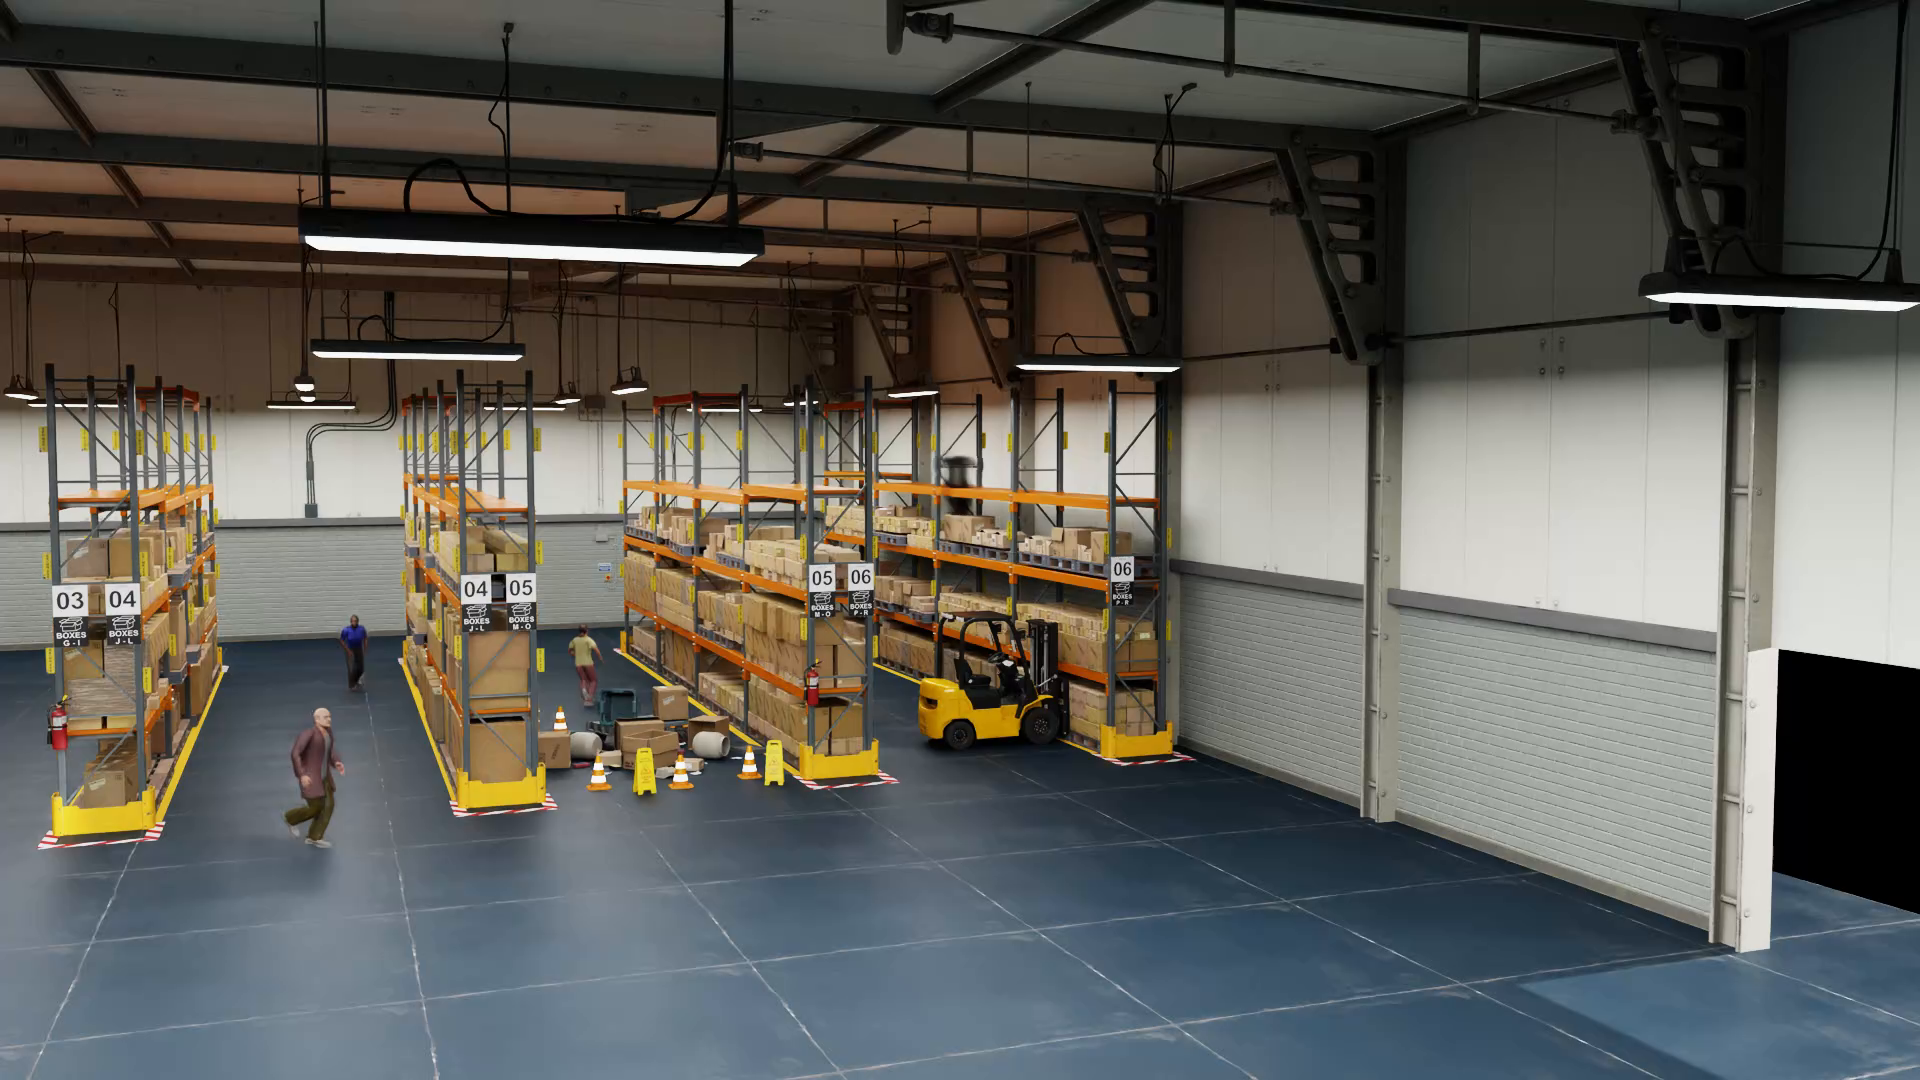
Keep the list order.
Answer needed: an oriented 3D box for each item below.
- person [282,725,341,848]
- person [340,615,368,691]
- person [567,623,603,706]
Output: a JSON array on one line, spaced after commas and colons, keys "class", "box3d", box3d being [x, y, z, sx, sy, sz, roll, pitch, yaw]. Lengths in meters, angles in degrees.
[{"class": "person", "box3d": [-8.081, 3.064, 20.705, 0.659, 1.491, 0.730, 1, 3, 17]}, {"class": "person", "box3d": [-12.246, 2.262, 33.569, 0.580, 1.559, 0.793, -3, 4, -39]}, {"class": "person", "box3d": [-7.161, 2.384, 31.676, 0.658, 1.580, 0.535, 0, 3, 3]}]
